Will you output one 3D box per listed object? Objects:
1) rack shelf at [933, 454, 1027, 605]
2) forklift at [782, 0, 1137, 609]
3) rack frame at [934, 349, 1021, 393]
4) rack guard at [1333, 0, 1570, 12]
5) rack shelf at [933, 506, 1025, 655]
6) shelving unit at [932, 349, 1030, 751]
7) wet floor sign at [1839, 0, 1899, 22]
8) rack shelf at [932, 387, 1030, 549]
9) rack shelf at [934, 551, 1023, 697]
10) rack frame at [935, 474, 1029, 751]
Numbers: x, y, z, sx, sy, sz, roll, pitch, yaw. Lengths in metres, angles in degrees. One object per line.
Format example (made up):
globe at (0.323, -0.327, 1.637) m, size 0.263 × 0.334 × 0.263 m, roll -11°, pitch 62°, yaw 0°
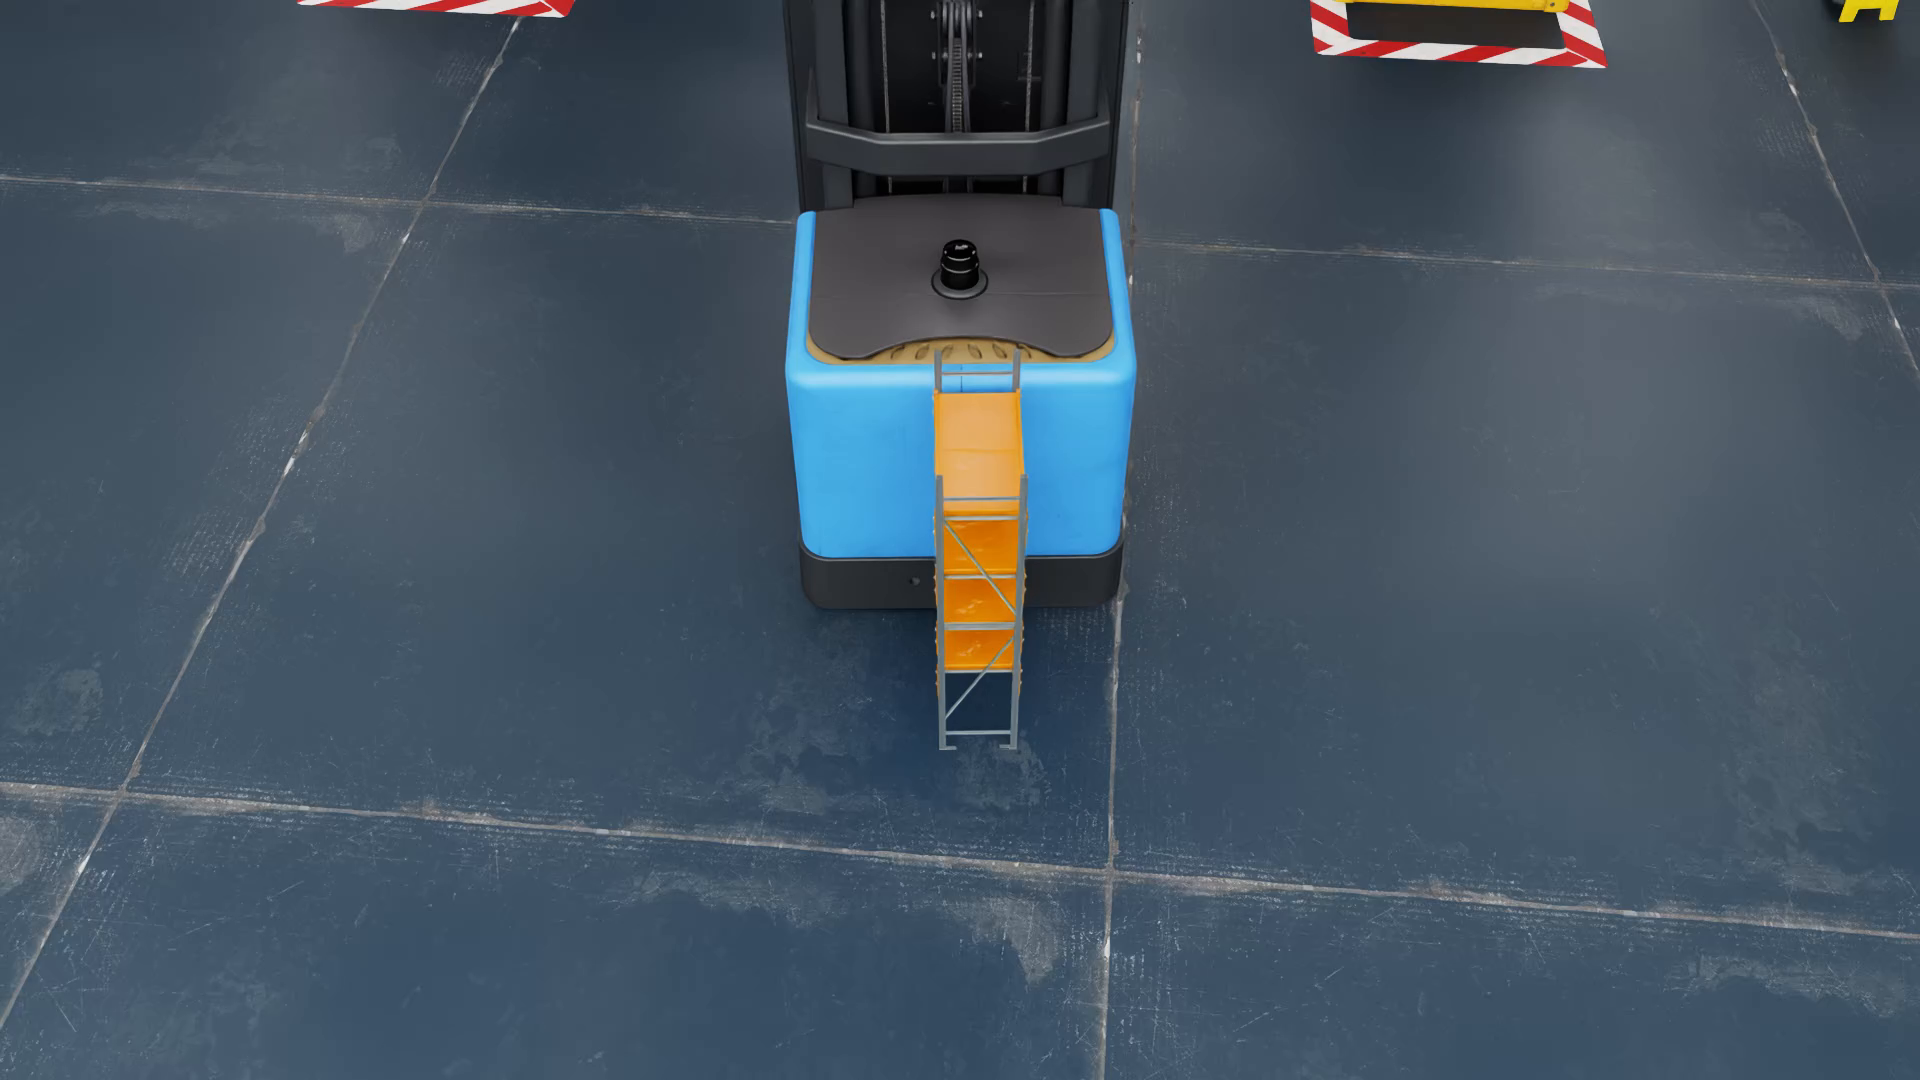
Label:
rack shelf at (0.052, -0.044, 4.765) m, size 0.258 × 0.148 × 0.480 m, roll -1°, pitch 48°, yaw -1°
forklift at (-0.017, -1.836, 5.443) m, size 1.130 × 2.935 × 3.031 m, roll -1°, pitch 48°, yaw -1°
rack frame at (0.048, -0.119, 5.045) m, size 0.240 × 1.200 × 0.015 m, roll -1°, pitch 48°, yaw -1°
rack guard at (2.404, -2.900, 8.064) m, size 1.175 × 0.500 × 0.348 m, roll 4°, pitch 48°, yaw 4°
rack shelf at (0.052, 0.107, 4.930) m, size 0.258 × 0.148 × 0.480 m, roll -1°, pitch 48°, yaw -1°
shelving unit at (0.052, 0.061, 4.881) m, size 0.258 × 1.200 × 0.503 m, roll -1°, pitch 48°, yaw -1°
wet floor sign at (4.375, -2.812, 7.885) m, size 0.267 × 0.644 × 0.232 m, roll -4°, pitch 48°, yaw -3°
rack shelf at (0.052, -0.204, 4.591) m, size 0.258 × 0.148 × 0.480 m, roll -1°, pitch 48°, yaw -1°
rack shelf at (0.052, 0.241, 5.077) m, size 0.258 × 0.148 × 0.480 m, roll -1°, pitch 48°, yaw -1°
rack frame at (0.056, 0.241, 4.716) m, size 0.240 × 1.200 × 0.015 m, roll -1°, pitch 48°, yaw -1°
